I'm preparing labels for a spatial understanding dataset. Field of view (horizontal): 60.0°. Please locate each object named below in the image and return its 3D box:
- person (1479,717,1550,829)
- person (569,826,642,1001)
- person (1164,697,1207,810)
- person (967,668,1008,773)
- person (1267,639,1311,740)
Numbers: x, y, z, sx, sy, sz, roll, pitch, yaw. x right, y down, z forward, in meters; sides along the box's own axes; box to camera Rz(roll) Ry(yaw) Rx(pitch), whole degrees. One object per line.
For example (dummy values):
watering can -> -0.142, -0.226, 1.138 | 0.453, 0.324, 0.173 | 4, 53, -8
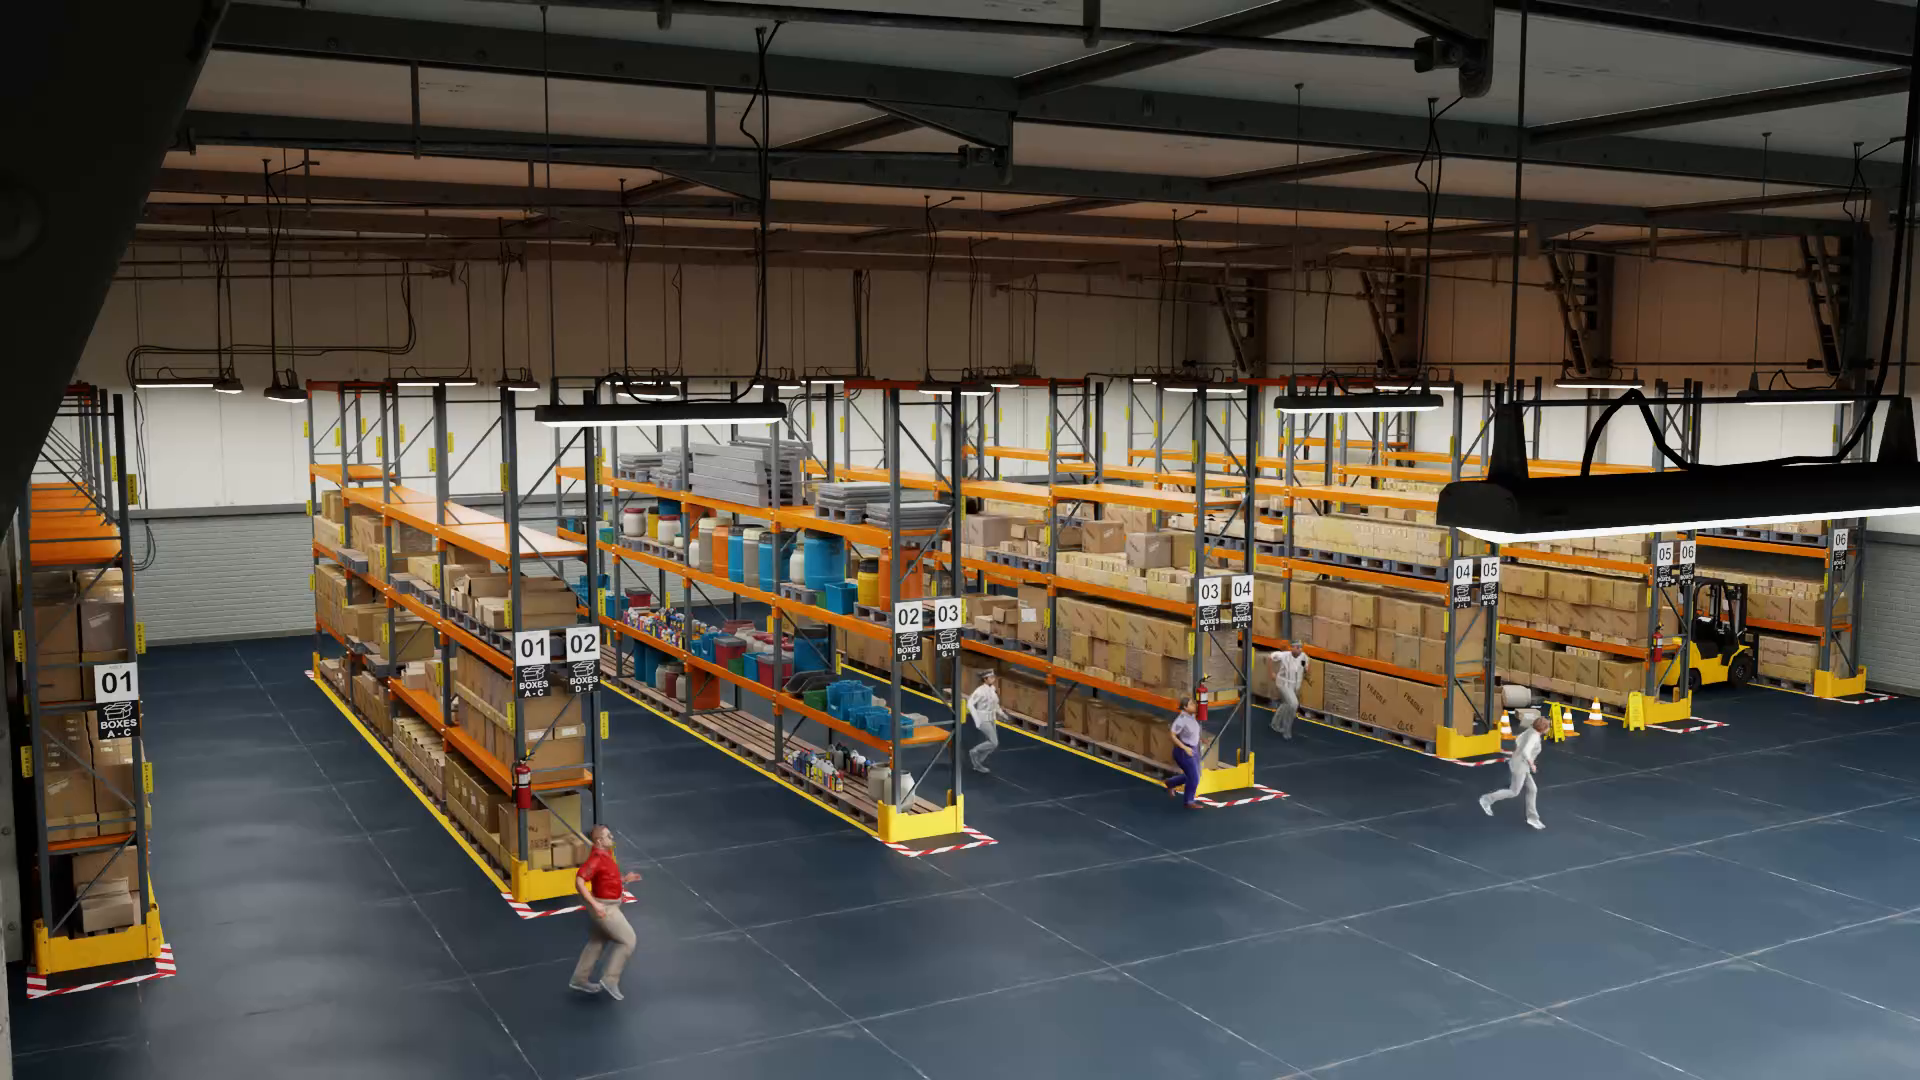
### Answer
person -> 7.586, 3.180, 22.785 | 0.897, 1.532, 0.559 | 1, 6, 8
person -> -3.536, 3.725, 16.609 | 0.728, 1.773, 0.638 | -2, 6, -16
person -> 3.180, 3.021, 23.669 | 0.640, 1.604, 0.603 | 3, 7, 26
person -> 0.442, 2.788, 25.683 | 0.574, 1.645, 0.601 | 4, 7, 32
person -> 5.550, 2.491, 28.105 | 0.646, 1.750, 0.941 | -3, 7, -28
